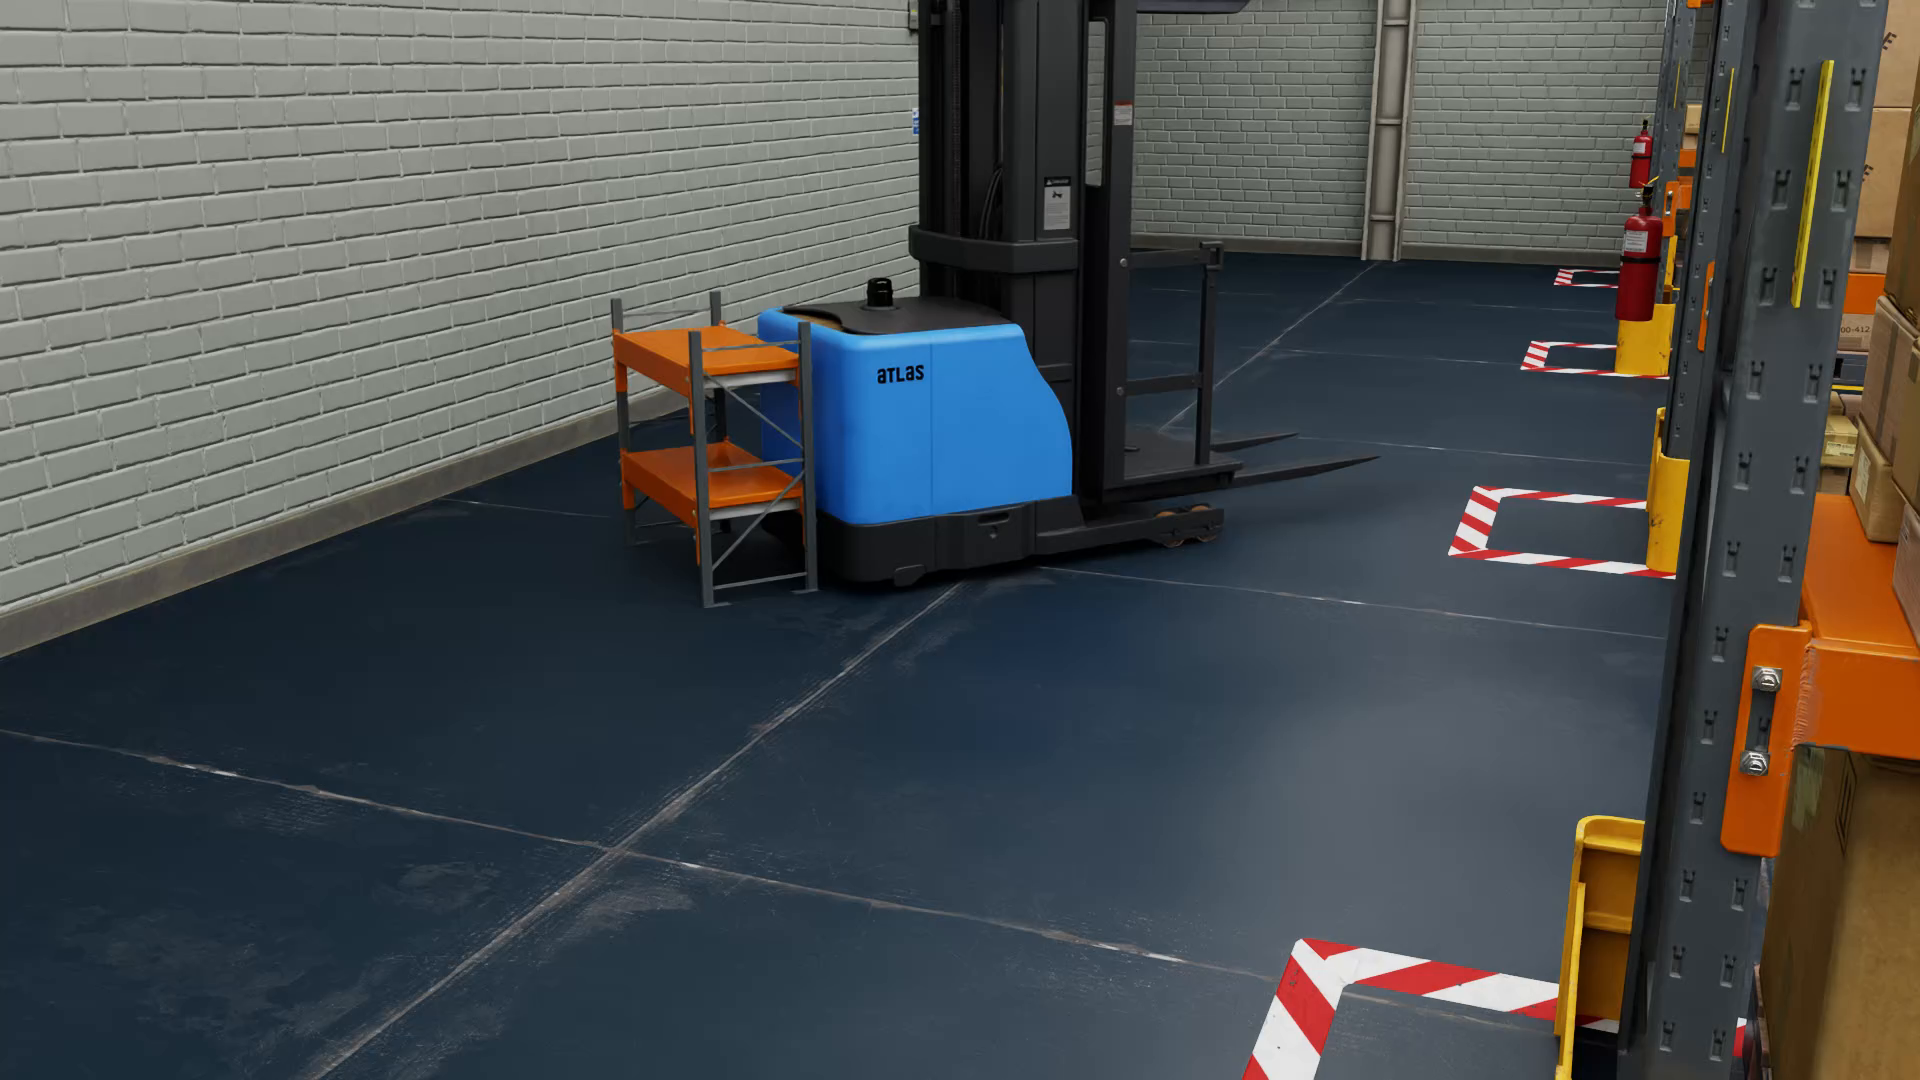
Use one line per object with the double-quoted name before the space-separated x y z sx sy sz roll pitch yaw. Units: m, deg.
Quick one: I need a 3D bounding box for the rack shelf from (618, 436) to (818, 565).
"rack shelf" -1.061 -0.188 7.176 0.538 0.278 1.000 -9 18 -27

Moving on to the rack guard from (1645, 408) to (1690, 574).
"rack guard" 3.354 -0.242 7.609 0.348 0.500 1.175 6 17 21

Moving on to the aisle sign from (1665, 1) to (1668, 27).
"aisle sign" 6.652 -5.211 15.580 0.004 0.787 0.394 6 17 21

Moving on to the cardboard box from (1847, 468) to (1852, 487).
"cardboard box" 3.910 -0.262 7.024 0.250 0.149 0.380 6 17 20

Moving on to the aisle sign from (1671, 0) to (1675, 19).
"aisle sign" 5.052 -4.080 11.685 0.004 0.787 0.394 6 17 21

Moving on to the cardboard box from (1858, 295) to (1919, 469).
"cardboard box" 1.917 -0.264 2.938 0.500 0.250 0.500 6 17 20

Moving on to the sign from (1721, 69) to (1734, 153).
"sign" 3.084 -1.725 6.682 0.005 0.325 0.100 6 17 21

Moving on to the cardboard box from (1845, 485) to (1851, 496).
"cardboard box" 3.926 -0.140 7.137 0.250 0.149 0.380 6 17 20

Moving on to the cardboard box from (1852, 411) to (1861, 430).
"cardboard box" 3.946 -0.429 7.065 0.250 0.149 0.380 7 17 22

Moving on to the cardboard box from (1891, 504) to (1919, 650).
"cardboard box" 1.578 0.069 2.507 0.250 0.149 0.380 6 17 21

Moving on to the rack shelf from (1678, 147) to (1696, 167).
"rack shelf" 8.683 -3.482 15.576 4.000 0.370 1.077 6 17 21

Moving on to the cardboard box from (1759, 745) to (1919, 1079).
"cardboard box" 1.994 0.690 2.975 0.875 0.875 0.875 6 17 21

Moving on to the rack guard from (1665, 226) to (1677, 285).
"rack guard" 6.894 -2.823 16.503 0.348 0.500 1.175 6 17 21

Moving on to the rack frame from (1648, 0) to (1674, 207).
"rack frame" 6.823 -4.032 16.181 0.127 3.000 1.000 6 17 21

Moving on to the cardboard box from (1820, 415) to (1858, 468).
"cardboard box" 3.646 -0.426 7.055 0.250 0.149 0.380 5 17 18

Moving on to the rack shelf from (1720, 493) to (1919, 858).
"rack shelf" 3.229 0.376 2.287 4.000 0.370 1.077 6 17 21

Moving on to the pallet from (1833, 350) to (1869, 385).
"pallet" 5.778 -1.343 11.922 1.213 0.211 1.003 6 17 21

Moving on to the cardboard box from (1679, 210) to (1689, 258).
"cardboard box" 7.357 -2.947 16.170 0.637 0.503 0.797 6 17 18

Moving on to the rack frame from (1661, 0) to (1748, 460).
"rack frame" 3.283 -1.450 7.287 0.127 3.000 1.000 6 17 21

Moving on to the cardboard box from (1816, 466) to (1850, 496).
"cardboard box" 3.676 -0.305 7.171 0.250 0.149 0.380 7 18 23

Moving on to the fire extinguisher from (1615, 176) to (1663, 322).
"fire extinguisher" 3.218 -1.379 7.851 0.183 0.674 0.296 6 17 21

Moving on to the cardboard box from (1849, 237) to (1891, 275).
"cardboard box" 3.716 -1.196 6.863 0.250 0.149 0.380 7 18 23

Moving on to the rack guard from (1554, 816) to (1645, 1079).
"rack guard" 1.347 1.024 3.249 0.348 0.500 1.175 6 17 21

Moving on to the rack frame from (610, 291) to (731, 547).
"rack frame" -1.302 -0.547 7.537 0.500 1.125 0.032 -9 18 -27

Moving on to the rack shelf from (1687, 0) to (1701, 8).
"rack shelf" 6.866 -3.634 10.722 4.000 0.370 1.077 6 17 21

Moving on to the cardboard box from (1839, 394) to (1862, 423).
"cardboard box" 4.081 -0.539 7.443 0.250 0.149 0.380 7 17 22

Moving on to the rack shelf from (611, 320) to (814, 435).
"rack shelf" -1.063 -0.703 7.025 0.538 0.278 1.000 -9 18 -27

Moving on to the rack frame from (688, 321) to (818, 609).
"rack frame" -0.821 -0.298 6.677 0.500 1.125 0.032 -9 18 -27

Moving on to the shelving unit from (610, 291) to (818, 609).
"shelving unit" -1.061 -0.423 7.107 0.538 1.125 1.048 -9 18 -27

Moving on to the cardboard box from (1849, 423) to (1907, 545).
"cardboard box" 1.821 -0.102 3.096 0.250 0.149 0.380 7 17 22

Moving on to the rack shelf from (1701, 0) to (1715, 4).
"rack shelf" 8.683 -4.922 15.158 4.000 0.370 1.077 6 17 21

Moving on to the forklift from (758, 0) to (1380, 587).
"forklift" 0.629 -1.490 7.549 3.031 2.935 1.130 -9 18 -28

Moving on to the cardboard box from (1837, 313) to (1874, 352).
"cardboard box" 6.510 -1.582 11.586 0.875 0.438 0.875 7 18 22

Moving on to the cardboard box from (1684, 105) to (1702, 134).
"cardboard box" 7.146 -3.986 15.760 0.500 0.250 0.500 6 17 21

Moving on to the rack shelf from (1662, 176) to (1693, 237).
"rack shelf" 6.866 -2.194 11.141 4.000 0.370 1.077 6 17 21

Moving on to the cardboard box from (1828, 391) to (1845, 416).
"cardboard box" 3.868 -0.580 7.583 0.250 0.149 0.380 6 17 21

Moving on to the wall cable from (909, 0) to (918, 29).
"wall cable" -0.249 -3.818 13.565 0.123 1.953 0.585 6 17 21

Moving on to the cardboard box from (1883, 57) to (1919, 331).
"cardboard box" 1.919 -0.623 2.830 0.500 0.500 0.500 7 17 21

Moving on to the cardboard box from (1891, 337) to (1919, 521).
"cardboard box" 1.716 -0.125 2.461 0.500 0.250 0.500 6 17 19

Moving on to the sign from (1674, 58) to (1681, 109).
"sign" 4.796 -3.054 11.120 0.005 0.325 0.100 6 17 21

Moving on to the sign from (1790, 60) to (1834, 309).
"sign" 1.160 -0.484 2.266 0.005 0.325 0.100 6 17 21

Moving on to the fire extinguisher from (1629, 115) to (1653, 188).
"fire extinguisher" 6.516 -3.711 15.883 0.183 0.674 0.296 6 17 21

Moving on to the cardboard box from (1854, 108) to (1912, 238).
"cardboard box" 3.599 -1.523 6.827 0.500 0.500 0.500 7 18 23

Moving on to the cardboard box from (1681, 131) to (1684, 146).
"cardboard box" 7.230 -3.947 16.339 0.250 0.149 0.380 6 17 20

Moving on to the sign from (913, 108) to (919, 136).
"sign" -0.324 -3.438 13.652 0.001 0.218 0.327 6 17 21

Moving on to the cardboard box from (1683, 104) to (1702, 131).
"cardboard box" 7.348 -4.124 16.235 0.500 0.250 0.500 7 18 22

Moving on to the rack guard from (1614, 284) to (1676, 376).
"rack guard" 4.983 -1.546 12.102 0.348 0.500 1.175 6 17 21

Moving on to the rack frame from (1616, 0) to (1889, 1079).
"rack frame" 1.369 -0.174 2.892 0.127 3.000 1.000 6 17 21

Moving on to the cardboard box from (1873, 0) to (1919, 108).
"cardboard box" 3.603 -2.006 6.697 0.500 0.500 0.500 6 17 20

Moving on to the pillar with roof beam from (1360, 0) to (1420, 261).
"pillar with roof beam" 3.066 -6.306 13.254 0.400 9.000 9.100 6 17 21

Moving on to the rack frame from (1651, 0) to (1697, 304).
"rack frame" 5.005 -2.744 11.745 0.127 3.000 1.000 6 17 21

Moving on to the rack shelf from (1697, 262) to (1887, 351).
"rack shelf" 5.143 -0.900 6.683 4.000 0.370 1.077 6 17 21

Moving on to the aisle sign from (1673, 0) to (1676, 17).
"aisle sign" 4.832 -3.925 11.149 0.004 0.787 0.394 6 17 21

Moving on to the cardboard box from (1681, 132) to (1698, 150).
"cardboard box" 7.028 -3.806 15.855 0.250 0.149 0.380 6 17 20

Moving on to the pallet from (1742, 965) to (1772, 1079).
"pallet" 2.141 1.227 3.069 1.213 0.211 1.003 6 17 21

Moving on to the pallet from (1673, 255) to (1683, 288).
"pallet" 7.636 -2.603 16.263 1.213 0.211 1.003 6 17 21
